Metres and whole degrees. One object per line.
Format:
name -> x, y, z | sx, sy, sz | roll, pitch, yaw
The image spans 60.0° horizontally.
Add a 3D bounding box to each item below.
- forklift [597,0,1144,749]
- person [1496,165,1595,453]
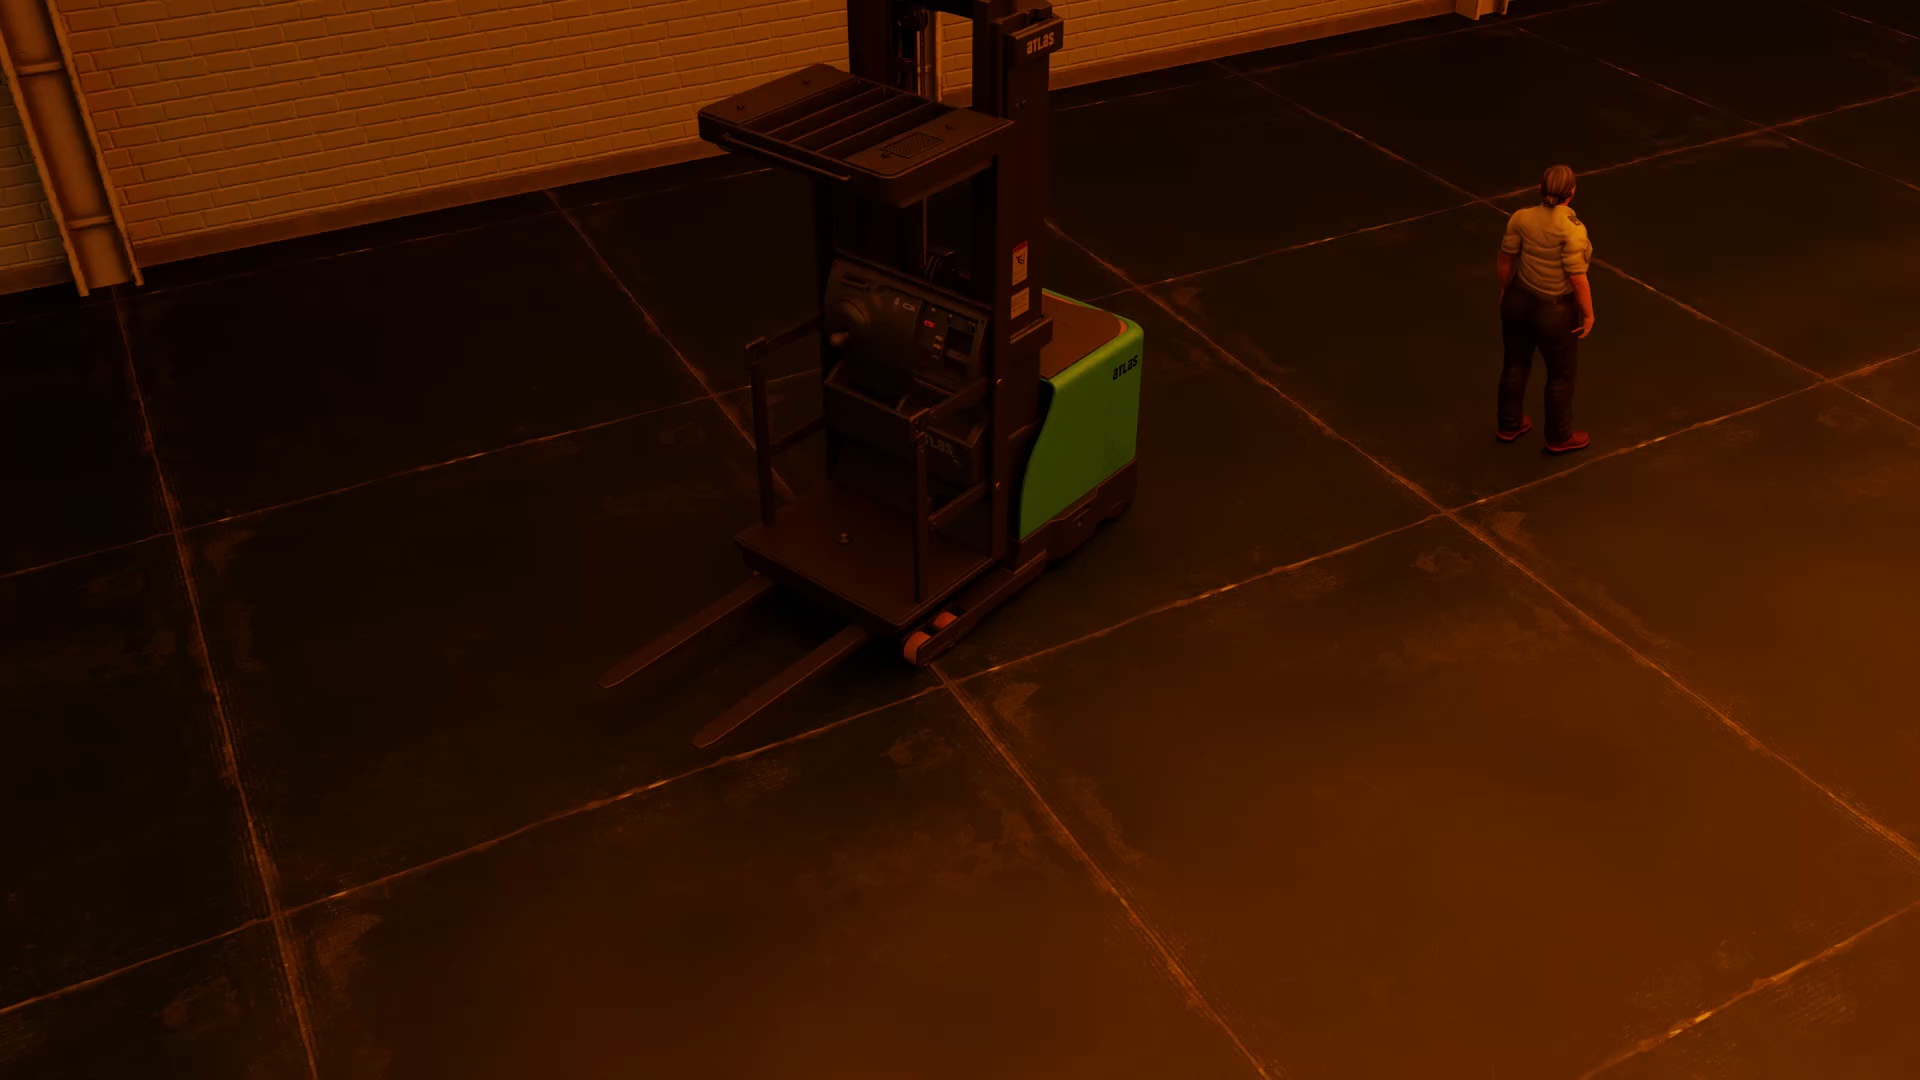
forklift -> -0.390, -0.927, 7.434 | 1.130, 2.935, 3.031 | 26, 43, 31
person -> 3.215, -1.264, 9.019 | 0.502, 1.642, 0.598 | -26, 43, -31
